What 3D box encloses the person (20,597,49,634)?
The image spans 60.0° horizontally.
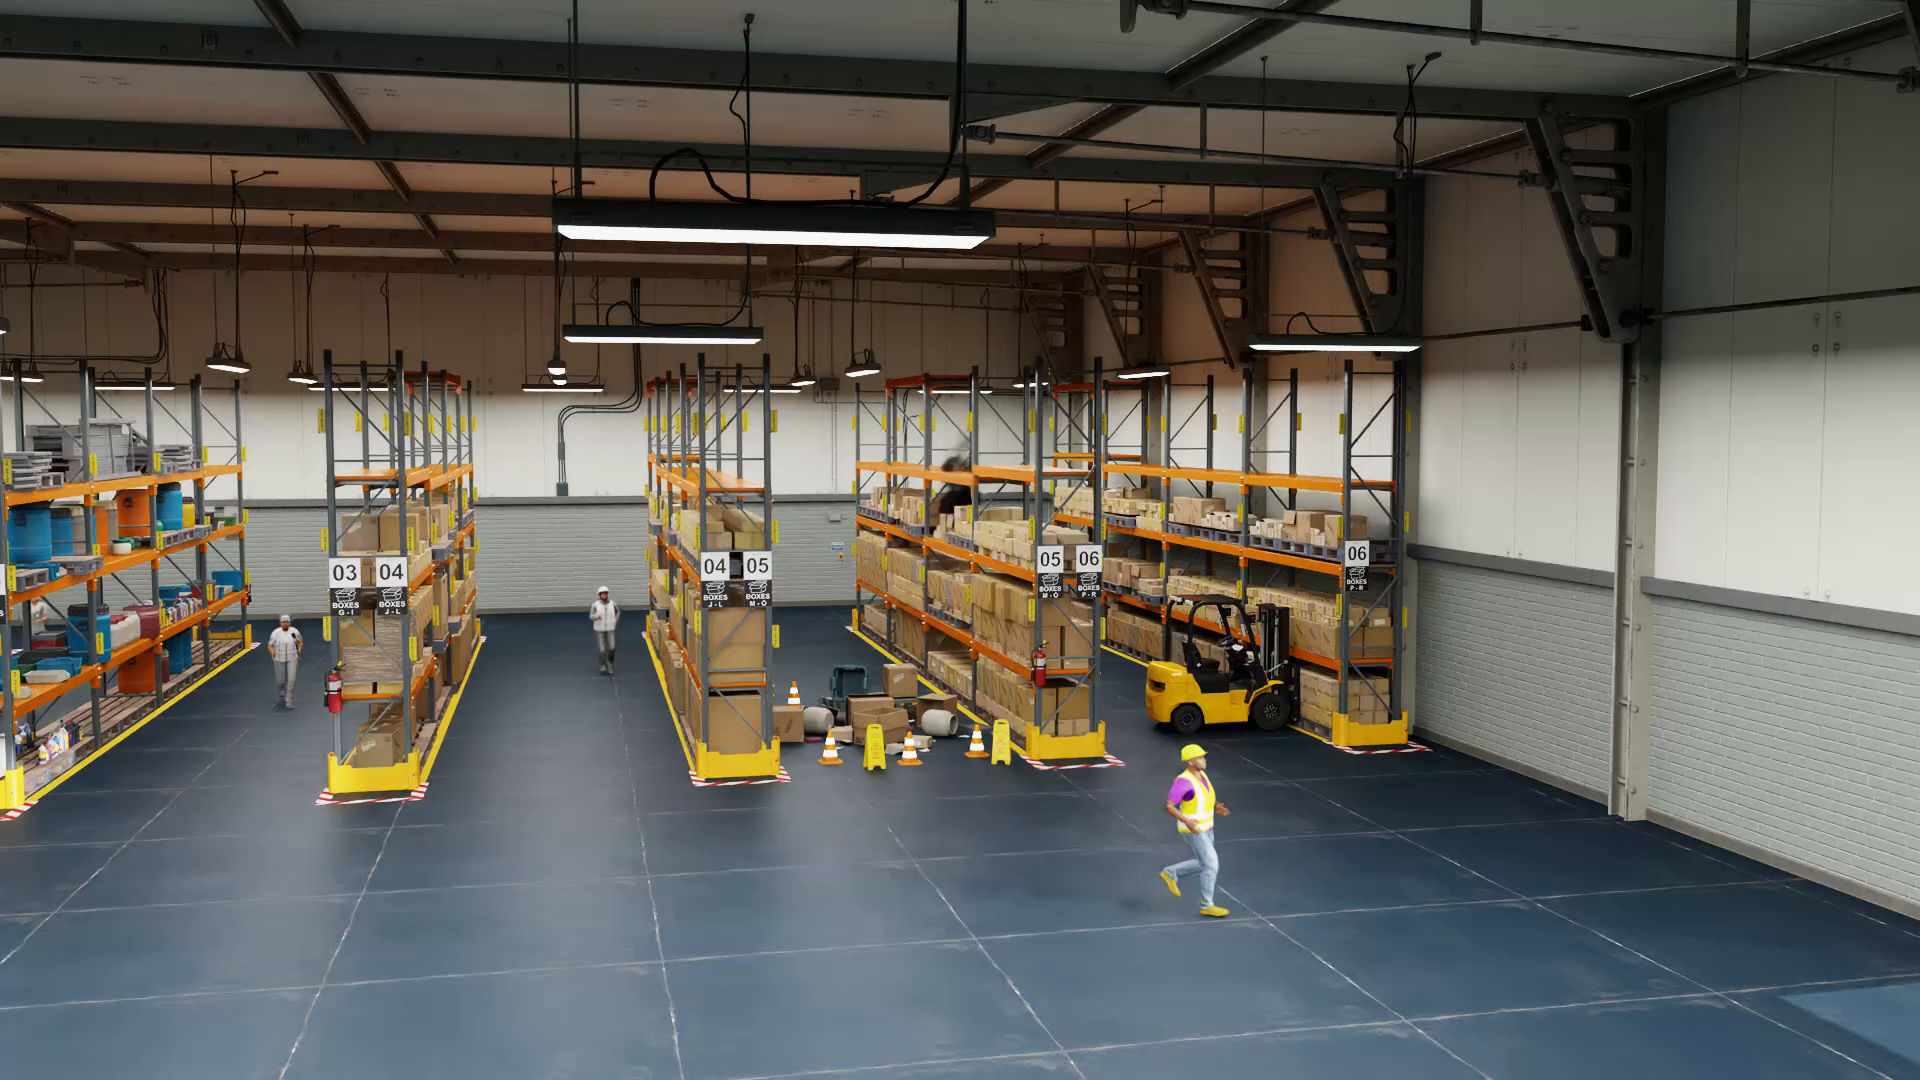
[{"bbox_3d":[-18.661,1.857,33.520,0.546,1.706,0.612,-2,4,-21],"label":"person"}]

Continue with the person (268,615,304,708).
[{"bbox_3d":[-12.012,2.139,29.642,0.597,1.638,0.748,-2,4,-26],"label":"person"}]

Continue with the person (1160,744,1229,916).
[{"bbox_3d":[2.390,2.955,17.038,0.795,1.729,0.711,2,5,31],"label":"person"}]

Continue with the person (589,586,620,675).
[{"bbox_3d":[-7.077,1.818,33.216,0.640,1.789,0.669,-1,4,-18],"label":"person"}]
